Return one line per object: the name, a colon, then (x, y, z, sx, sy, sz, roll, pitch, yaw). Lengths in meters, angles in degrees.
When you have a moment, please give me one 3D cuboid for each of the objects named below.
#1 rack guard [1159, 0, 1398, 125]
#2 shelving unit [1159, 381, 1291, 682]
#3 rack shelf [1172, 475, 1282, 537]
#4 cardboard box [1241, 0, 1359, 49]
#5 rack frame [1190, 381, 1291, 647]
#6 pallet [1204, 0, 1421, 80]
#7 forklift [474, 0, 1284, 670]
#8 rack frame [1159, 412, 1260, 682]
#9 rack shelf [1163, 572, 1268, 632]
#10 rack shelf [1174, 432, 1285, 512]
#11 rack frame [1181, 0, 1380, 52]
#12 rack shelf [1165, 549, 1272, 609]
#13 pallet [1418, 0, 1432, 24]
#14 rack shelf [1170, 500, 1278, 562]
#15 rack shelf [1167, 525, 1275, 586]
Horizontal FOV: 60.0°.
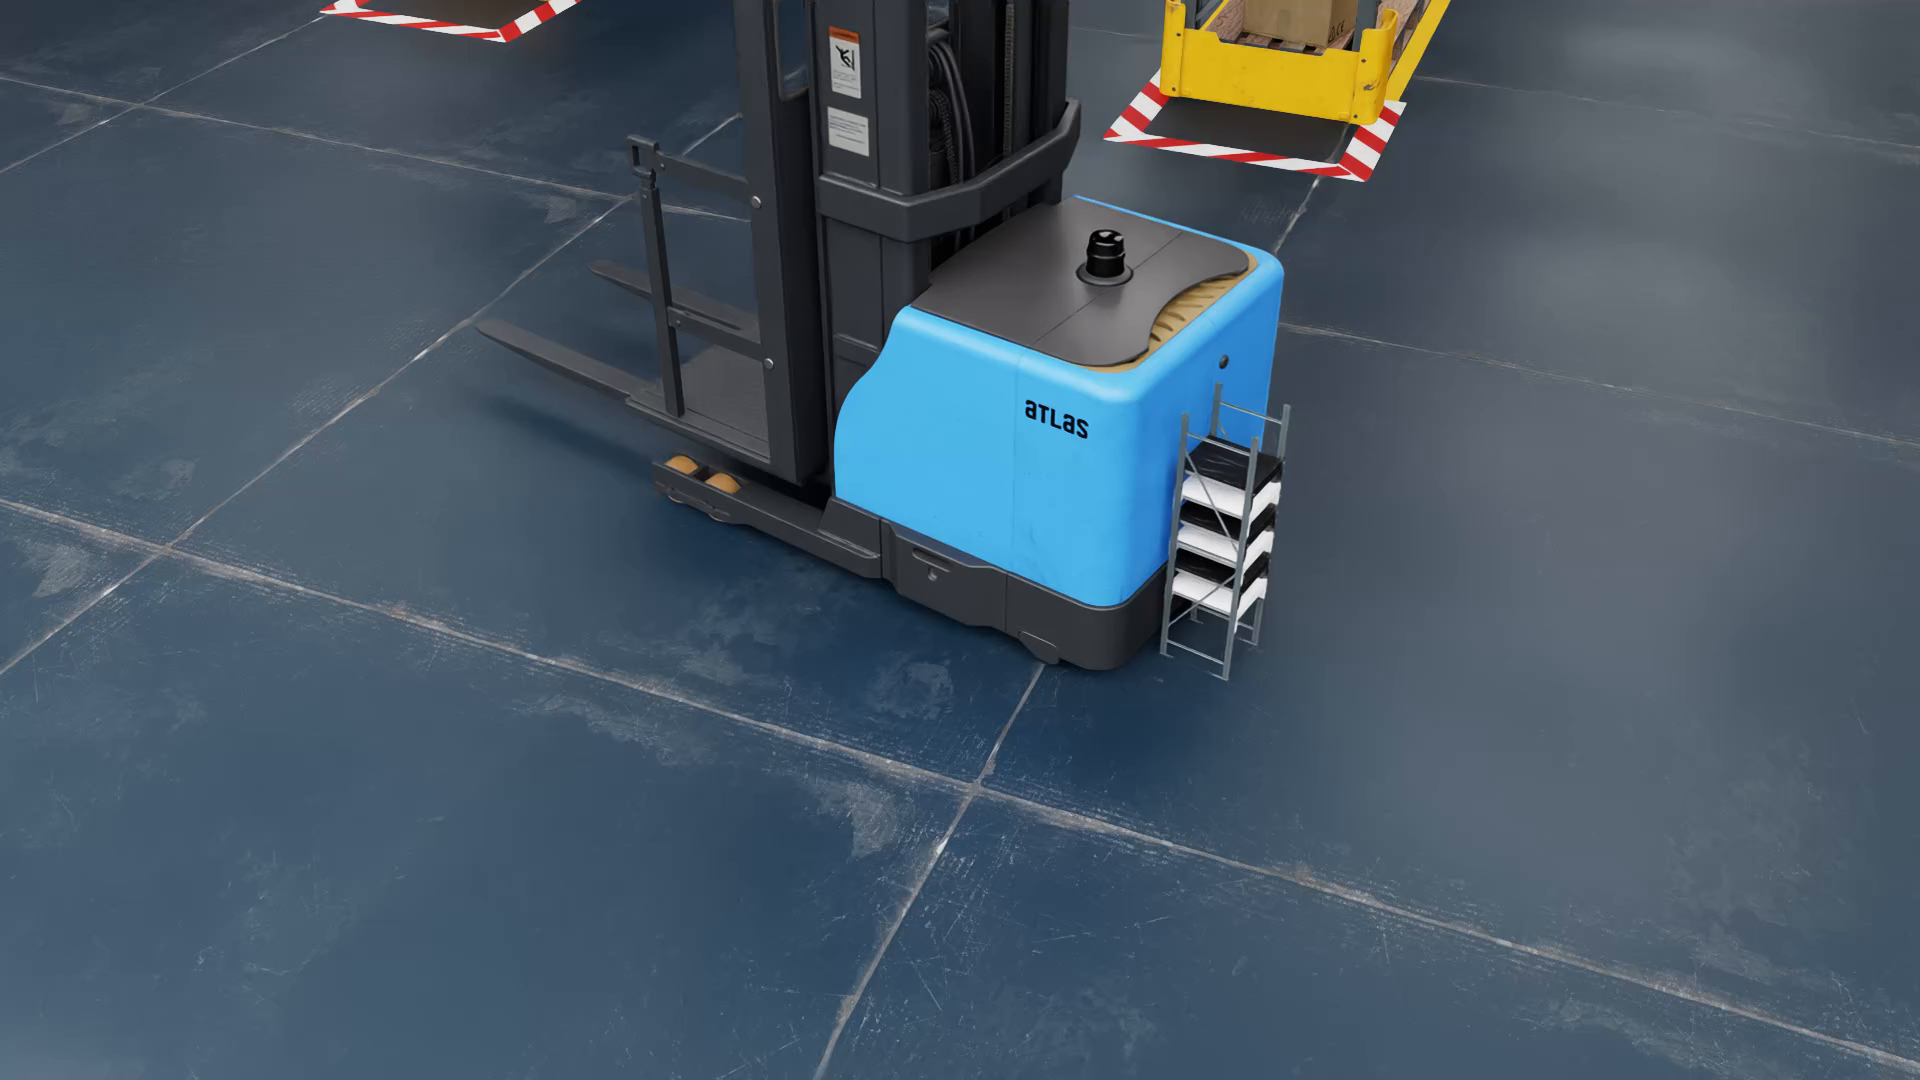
rack guard: (1.664, -2.569, 8.770, 1.175, 0.500, 0.348, 14, 39, 18)
shelving unit: (0.790, -0.012, 5.015, 0.258, 0.900, 0.210, 22, 42, 27)
rack shelf: (0.790, -0.130, 4.927, 0.258, 0.077, 0.200, 22, 42, 27)
cardboard box: (1.888, -3.037, 9.045, 0.500, 0.500, 0.500, 21, 42, 26)
rack frame: (0.847, -0.063, 5.082, 0.240, 0.900, 0.006, 22, 42, 27)
pallet: (2.006, -2.895, 9.448, 1.003, 0.211, 1.213, 14, 39, 18)
forklift: (-0.477, -1.472, 5.272, 3.031, 2.935, 1.130, 23, 43, 28)
rack frame: (0.733, 0.038, 4.947, 0.240, 0.900, 0.006, 22, 42, 27)
rack shelf: (0.790, 0.159, 5.142, 0.258, 0.077, 0.200, 22, 42, 27)
rack shelf: (0.790, -0.202, 4.873, 0.258, 0.077, 0.200, 22, 42, 27)
rack frame: (1.635, -3.529, 7.965, 1.000, 3.000, 0.127, 14, 39, 18)
rack shelf: (0.790, 0.087, 5.088, 0.258, 0.077, 0.200, 22, 42, 27)
pallet: (2.472, -3.569, 10.348, 1.003, 0.211, 1.213, 14, 39, 18)
rack shelf: (0.790, -0.058, 4.981, 0.258, 0.077, 0.200, 22, 42, 27)
rack shelf: (0.790, 0.015, 5.035, 0.258, 0.077, 0.200, 22, 42, 27)
